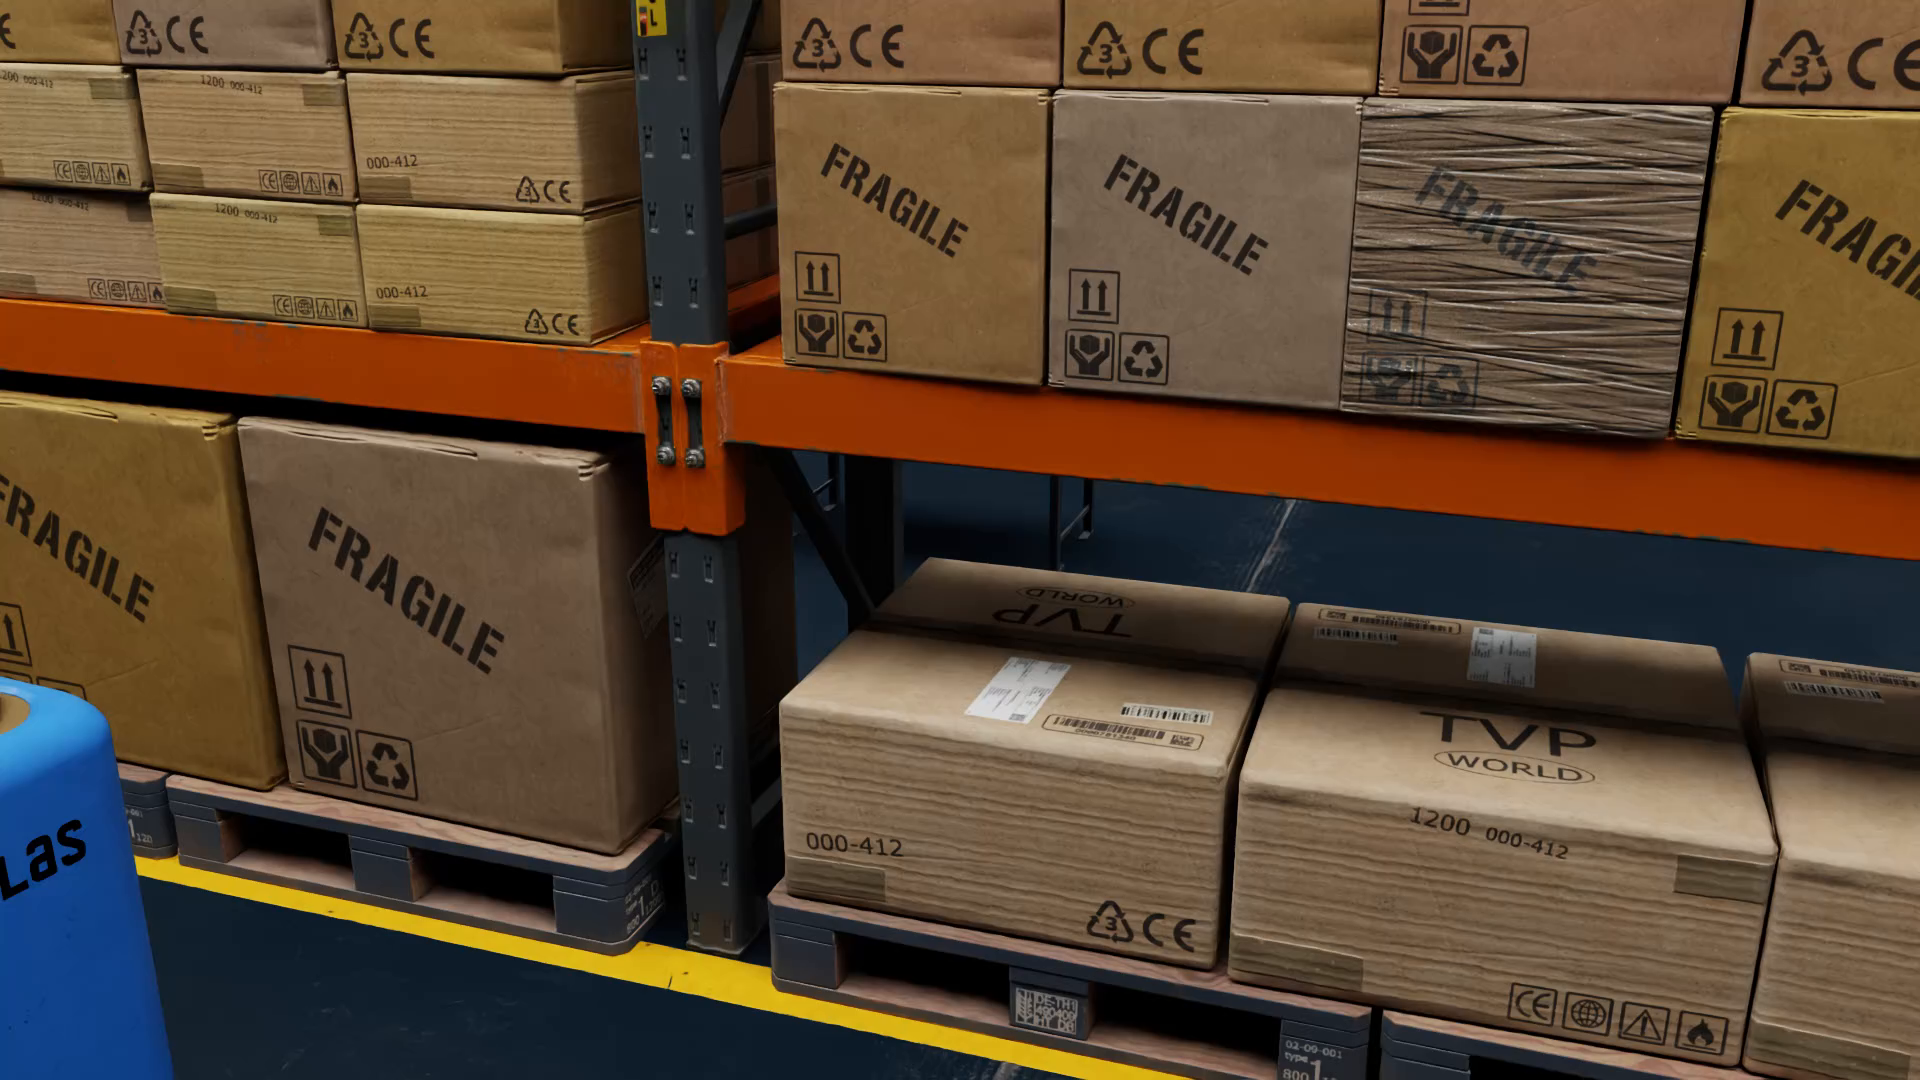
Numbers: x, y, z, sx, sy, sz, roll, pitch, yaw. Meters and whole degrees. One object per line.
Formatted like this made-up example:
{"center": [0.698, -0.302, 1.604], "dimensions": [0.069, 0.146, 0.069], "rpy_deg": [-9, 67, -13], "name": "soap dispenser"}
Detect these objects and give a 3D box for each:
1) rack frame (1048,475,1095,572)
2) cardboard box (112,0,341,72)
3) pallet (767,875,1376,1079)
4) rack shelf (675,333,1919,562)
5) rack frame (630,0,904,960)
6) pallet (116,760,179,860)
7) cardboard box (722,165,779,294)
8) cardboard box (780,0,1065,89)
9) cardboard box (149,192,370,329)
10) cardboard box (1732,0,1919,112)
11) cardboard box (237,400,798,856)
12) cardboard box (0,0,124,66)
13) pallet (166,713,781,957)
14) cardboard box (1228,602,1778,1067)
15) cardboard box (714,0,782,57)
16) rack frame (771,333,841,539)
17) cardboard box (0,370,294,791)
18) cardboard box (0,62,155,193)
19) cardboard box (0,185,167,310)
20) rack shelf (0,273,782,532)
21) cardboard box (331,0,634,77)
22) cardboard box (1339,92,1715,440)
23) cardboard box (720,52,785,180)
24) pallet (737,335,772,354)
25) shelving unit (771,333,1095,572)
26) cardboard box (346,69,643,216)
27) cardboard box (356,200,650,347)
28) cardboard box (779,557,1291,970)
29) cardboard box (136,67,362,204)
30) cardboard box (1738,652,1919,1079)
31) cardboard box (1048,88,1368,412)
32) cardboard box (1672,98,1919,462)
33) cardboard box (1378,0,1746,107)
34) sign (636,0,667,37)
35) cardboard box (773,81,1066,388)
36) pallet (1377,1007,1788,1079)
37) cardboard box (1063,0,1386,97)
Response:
{"center": [0.400, -0.663, 5.698], "dimensions": [0.032, 1.500, 0.500], "rpy_deg": [7, 20, 18], "name": "rack frame"}
{"center": [-1.358, -1.232, 3.381], "dimensions": [0.500, 0.500, 0.500], "rpy_deg": [7, 20, 19], "name": "cardboard box"}
{"center": [0.331, 0.735, 3.648], "dimensions": [1.213, 0.211, 1.003], "rpy_deg": [7, 20, 18], "name": "pallet"}
{"center": [1.527, -0.133, 2.993], "dimensions": [4.000, 0.370, 1.077], "rpy_deg": [7, 20, 18], "name": "rack shelf"}
{"center": [-0.362, -0.688, 3.494], "dimensions": [0.127, 3.000, 1.000], "rpy_deg": [7, 20, 18], "name": "rack frame"}
{"center": [-2.272, 0.437, 4.501], "dimensions": [1.213, 0.211, 1.003], "rpy_deg": [7, 20, 18], "name": "pallet"}
{"center": [-0.691, -0.747, 3.891], "dimensions": [0.500, 0.250, 0.500], "rpy_deg": [6, 20, 17], "name": "cardboard box"}
{"center": [0.008, -1.081, 2.950], "dimensions": [0.500, 0.500, 0.500], "rpy_deg": [7, 20, 18], "name": "cardboard box"}
{"center": [-1.349, -0.643, 3.592], "dimensions": [0.500, 0.250, 0.500], "rpy_deg": [6, 20, 17], "name": "cardboard box"}
{"center": [1.439, -0.910, 2.460], "dimensions": [0.500, 0.500, 0.500], "rpy_deg": [6, 20, 18], "name": "cardboard box"}
{"center": [-0.974, 0.074, 3.896], "dimensions": [0.875, 0.875, 0.875], "rpy_deg": [7, 20, 20], "name": "cardboard box"}
{"center": [-1.830, -1.292, 3.556], "dimensions": [0.500, 0.500, 0.500], "rpy_deg": [7, 20, 20], "name": "cardboard box"}
{"center": [-1.116, 0.568, 4.125], "dimensions": [1.213, 0.211, 1.003], "rpy_deg": [7, 20, 18], "name": "pallet"}
{"center": [1.042, 0.521, 3.280], "dimensions": [0.875, 0.438, 0.875], "rpy_deg": [6, 20, 16], "name": "cardboard box"}
{"center": [-0.683, -1.345, 3.706], "dimensions": [0.500, 0.500, 0.500], "rpy_deg": [7, 20, 19], "name": "cardboard box"}
{"center": [-0.561, -0.772, 6.013], "dimensions": [0.032, 1.500, 0.500], "rpy_deg": [7, 20, 18], "name": "rack frame"}
{"center": [-1.830, -0.021, 4.169], "dimensions": [0.875, 0.875, 0.875], "rpy_deg": [7, 20, 20], "name": "cardboard box"}
{"center": [-1.824, -0.932, 3.660], "dimensions": [0.500, 0.250, 0.500], "rpy_deg": [7, 20, 19], "name": "cardboard box"}
{"center": [-1.820, -0.704, 3.765], "dimensions": [0.500, 0.250, 0.500], "rpy_deg": [6, 20, 17], "name": "cardboard box"}
{"center": [-2.251, -0.565, 4.232], "dimensions": [4.000, 0.370, 1.077], "rpy_deg": [7, 20, 18], "name": "rack shelf"}
{"center": [-0.866, -1.178, 3.228], "dimensions": [0.500, 0.500, 0.500], "rpy_deg": [7, 20, 20], "name": "cardboard box"}
{"center": [0.937, -0.492, 2.779], "dimensions": [0.500, 0.500, 0.500], "rpy_deg": [7, 20, 18], "name": "cardboard box"}
{"center": [-0.685, -0.989, 3.824], "dimensions": [0.500, 0.250, 0.500], "rpy_deg": [6, 20, 16], "name": "cardboard box"}
{"center": [-0.725, -1.137, 9.016], "dimensions": [1.213, 0.211, 1.003], "rpy_deg": [7, 20, 18], "name": "pallet"}
{"center": [-0.081, -0.717, 5.856], "dimensions": [1.048, 1.500, 0.538], "rpy_deg": [7, 20, 18], "name": "shelving unit"}
{"center": [-0.858, -0.826, 3.356], "dimensions": [0.500, 0.250, 0.500], "rpy_deg": [7, 20, 18], "name": "cardboard box"}
{"center": [-0.868, -0.588, 3.433], "dimensions": [0.500, 0.250, 0.500], "rpy_deg": [6, 20, 17], "name": "cardboard box"}
{"center": [0.196, 0.424, 3.556], "dimensions": [0.875, 0.438, 0.875], "rpy_deg": [6, 20, 17], "name": "cardboard box"}
{"center": [-1.333, -0.877, 3.505], "dimensions": [0.500, 0.250, 0.500], "rpy_deg": [7, 20, 19], "name": "cardboard box"}
{"center": [1.893, 0.619, 2.999], "dimensions": [0.875, 0.438, 0.875], "rpy_deg": [7, 20, 20], "name": "cardboard box"}
{"center": [0.469, -0.548, 2.939], "dimensions": [0.500, 0.500, 0.500], "rpy_deg": [7, 20, 18], "name": "cardboard box"}
{"center": [1.424, -0.437, 2.620], "dimensions": [0.500, 0.500, 0.500], "rpy_deg": [7, 20, 20], "name": "cardboard box"}
{"center": [0.964, -0.966, 2.619], "dimensions": [0.500, 0.500, 0.500], "rpy_deg": [7, 20, 19], "name": "cardboard box"}
{"center": [-0.531, -1.028, 2.830], "dimensions": [0.005, 0.325, 0.100], "rpy_deg": [7, 20, 18], "name": "sign"}
{"center": [-0.005, -0.604, 3.099], "dimensions": [0.500, 0.500, 0.500], "rpy_deg": [7, 20, 20], "name": "cardboard box"}
{"center": [1.487, 0.866, 3.271], "dimensions": [1.213, 0.211, 1.003], "rpy_deg": [7, 20, 18], "name": "pallet"}
{"center": [0.483, -1.025, 2.787], "dimensions": [0.500, 0.500, 0.500], "rpy_deg": [6, 20, 17], "name": "cardboard box"}
